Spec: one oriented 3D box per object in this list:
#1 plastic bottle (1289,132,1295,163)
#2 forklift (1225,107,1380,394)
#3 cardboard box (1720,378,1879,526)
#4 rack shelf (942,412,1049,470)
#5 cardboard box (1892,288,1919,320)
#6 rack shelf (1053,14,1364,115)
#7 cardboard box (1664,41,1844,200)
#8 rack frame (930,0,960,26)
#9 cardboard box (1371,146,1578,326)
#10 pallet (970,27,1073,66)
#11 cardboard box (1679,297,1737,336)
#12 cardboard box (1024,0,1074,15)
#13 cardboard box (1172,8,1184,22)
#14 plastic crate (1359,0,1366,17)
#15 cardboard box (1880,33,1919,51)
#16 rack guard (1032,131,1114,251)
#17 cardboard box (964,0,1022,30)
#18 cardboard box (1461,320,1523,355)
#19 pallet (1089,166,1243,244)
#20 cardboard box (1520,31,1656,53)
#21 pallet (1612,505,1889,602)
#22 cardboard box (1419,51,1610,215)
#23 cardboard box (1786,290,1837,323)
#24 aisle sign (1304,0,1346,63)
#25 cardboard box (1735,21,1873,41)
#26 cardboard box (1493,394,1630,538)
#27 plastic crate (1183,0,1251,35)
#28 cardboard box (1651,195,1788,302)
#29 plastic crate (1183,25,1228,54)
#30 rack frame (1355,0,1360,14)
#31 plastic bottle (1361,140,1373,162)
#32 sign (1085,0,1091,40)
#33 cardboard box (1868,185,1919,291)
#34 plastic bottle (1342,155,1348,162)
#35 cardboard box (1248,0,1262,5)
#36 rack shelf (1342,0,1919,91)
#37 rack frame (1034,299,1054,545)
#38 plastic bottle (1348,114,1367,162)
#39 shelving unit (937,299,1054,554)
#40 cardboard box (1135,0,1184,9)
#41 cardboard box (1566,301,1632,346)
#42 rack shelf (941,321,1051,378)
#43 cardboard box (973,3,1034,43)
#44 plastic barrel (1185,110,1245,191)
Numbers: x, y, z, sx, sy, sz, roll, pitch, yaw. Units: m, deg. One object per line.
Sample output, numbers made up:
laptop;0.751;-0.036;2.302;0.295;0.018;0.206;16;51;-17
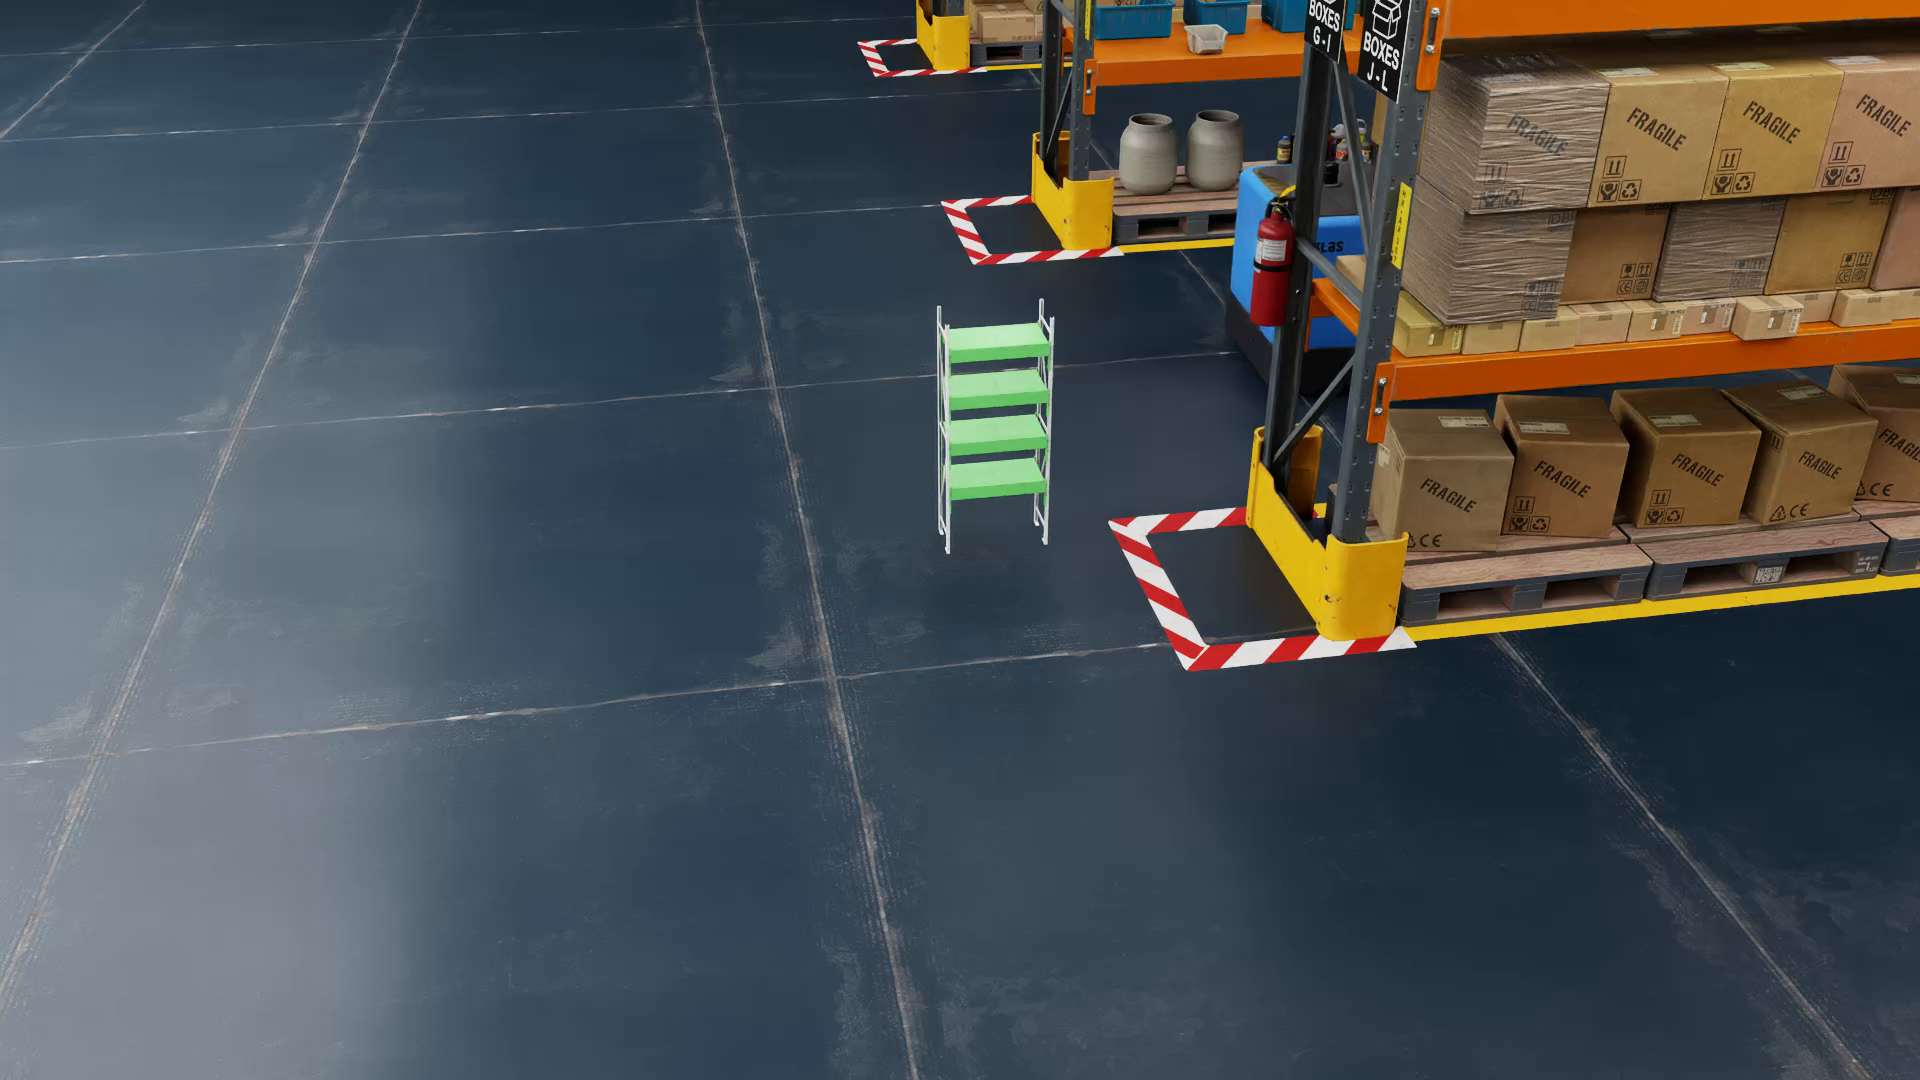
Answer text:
plastic bottle;2.581;-3.026;12.683;0.133;0.283;0.061;-5;31;-8
forklift;3.215;-2.436;9.502;3.031;2.935;1.130;-4;31;-7
cardboard box;4.009;-0.432;8.078;0.500;0.500;0.500;-8;31;-13
rack shelf;0.163;-0.477;8.004;0.480;0.148;0.258;-5;31;-9
cardboard box;4.172;-1.133;7.466;0.250;0.149;0.380;-5;31;-9
rack shelf;2.709;-3.474;11.909;4.000;0.370;1.077;-5;31;-9
cardboard box;3.209;-1.737;6.867;0.500;0.500;0.500;-5;31;-9
rack frame;-0.147;-6.072;15.617;0.127;3.000;1.000;-5;31;-9
cardboard box;2.180;-1.340;7.178;0.500;0.500;0.875;-5;31;-9
pallet;0.598;-4.960;16.478;1.213;0.211;1.003;-5;31;-9
cardboard box;3.186;-1.048;7.322;0.250;0.149;0.380;-5;31;-9
cardboard box;0.912;-5.375;15.991;0.500;0.500;0.500;-5;31;-9
cardboard box;1.897;-5.142;16.333;0.500;0.250;0.500;-5;31;-9
plastic crate;3.290;-3.892;12.119;0.662;0.188;0.450;-5;31;-9
cardboard box;4.192;-1.830;7.024;0.500;0.500;0.500;-5;31;-9
rack guard;0.808;-2.555;12.101;0.348;0.500;1.175;-5;31;-9
cardboard box;0.328;-5.264;16.541;0.500;0.250;0.500;-5;31;-9
cardboard box;2.207;-0.944;7.144;0.250;0.149;0.380;-5;31;-9
pallet;1.608;-2.501;12.296;1.213;0.211;1.003;-5;31;-9
cardboard box;2.621;-1.956;7.239;0.500;0.500;0.500;-5;31;-9
pallet;3.712;-0.103;8.217;1.213;0.211;1.003;-5;31;-9
cardboard box;2.224;-1.649;6.716;0.500;0.500;0.500;-5;31;-9
cardboard box;3.672;-1.109;7.424;0.250;0.149;0.380;-5;31;-9
aisle sign;1.519;-2.397;6.802;0.004;0.787;0.394;-5;31;-9
cardboard box;3.607;-2.042;7.386;0.500;0.500;0.500;-5;31;-9
cardboard box;2.833;-0.356;7.948;0.500;0.500;0.500;2;31;4
plastic crate;1.820;-3.789;11.881;0.408;0.251;0.499;-5;31;-9
cardboard box;3.150;-1.470;7.398;0.500;0.500;0.875;-5;31;-9
plastic crate;1.680;-3.409;11.349;0.250;0.136;0.298;-5;31;-9
rack frame;3.788;-6.437;16.238;0.127;3.000;1.000;-5;31;-9
plastic bottle;3.086;-2.954;12.641;0.097;0.201;0.097;0;30;0
sign;0.837;-3.446;10.879;0.005;0.325;0.100;-5;31;-9
cardboard box;4.143;-1.534;7.508;0.500;0.500;0.875;-5;31;-9
plastic bottle;2.807;-2.642;12.030;0.133;0.283;0.061;-5;31;-8
cardboard box;2.877;-5.565;16.313;0.500;0.500;0.500;-5;31;-9
rack shelf;3.601;-2.298;6.949;4.000;0.370;1.077;-5;31;-9
rack frame;0.403;-0.555;8.009;0.015;1.200;0.240;-5;31;-9
plastic bottle;3.021;-3.075;12.699;0.185;0.351;0.144;-4;31;-7
shelving unit;0.163;-0.532;7.972;0.503;1.200;0.258;-5;31;-9
cardboard box;1.897;-5.464;16.142;0.500;0.500;0.500;-5;31;-9
cardboard box;2.697;-0.993;7.227;0.250;0.149;0.380;-5;31;-9
rack shelf;0.163;-0.891;7.761;0.480;0.148;0.258;-5;31;-9
cardboard box;0.421;-5.005;16.102;0.500;0.250;0.500;-5;31;-9
plastic barrel;1.868;-2.854;12.185;0.421;0.512;0.421;0;30;0
